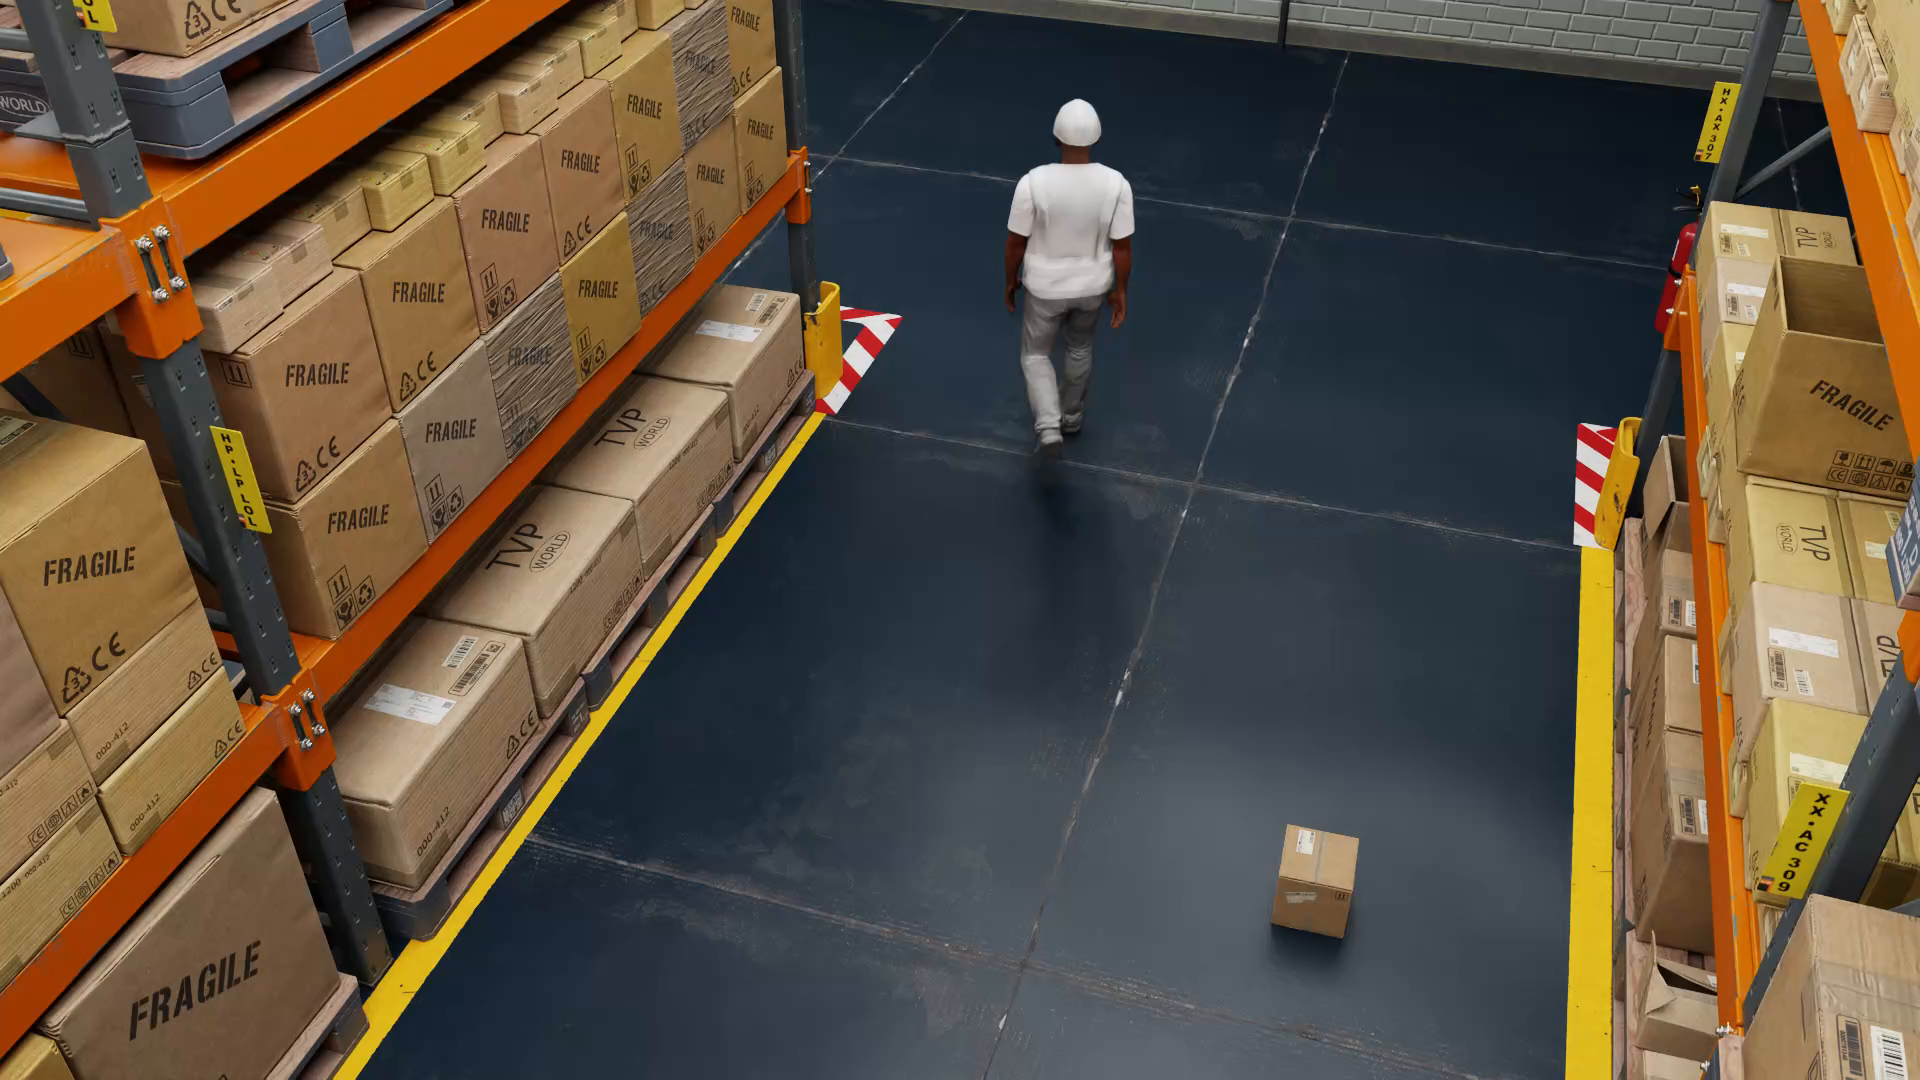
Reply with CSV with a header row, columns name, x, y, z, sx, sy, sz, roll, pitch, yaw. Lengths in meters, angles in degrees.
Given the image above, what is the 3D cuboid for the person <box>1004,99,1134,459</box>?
name,x,y,z,sx,sy,sz,roll,pitch,yaw
person,0.496,-1.161,7.666,0.579,1.752,0.819,-3,37,-5
